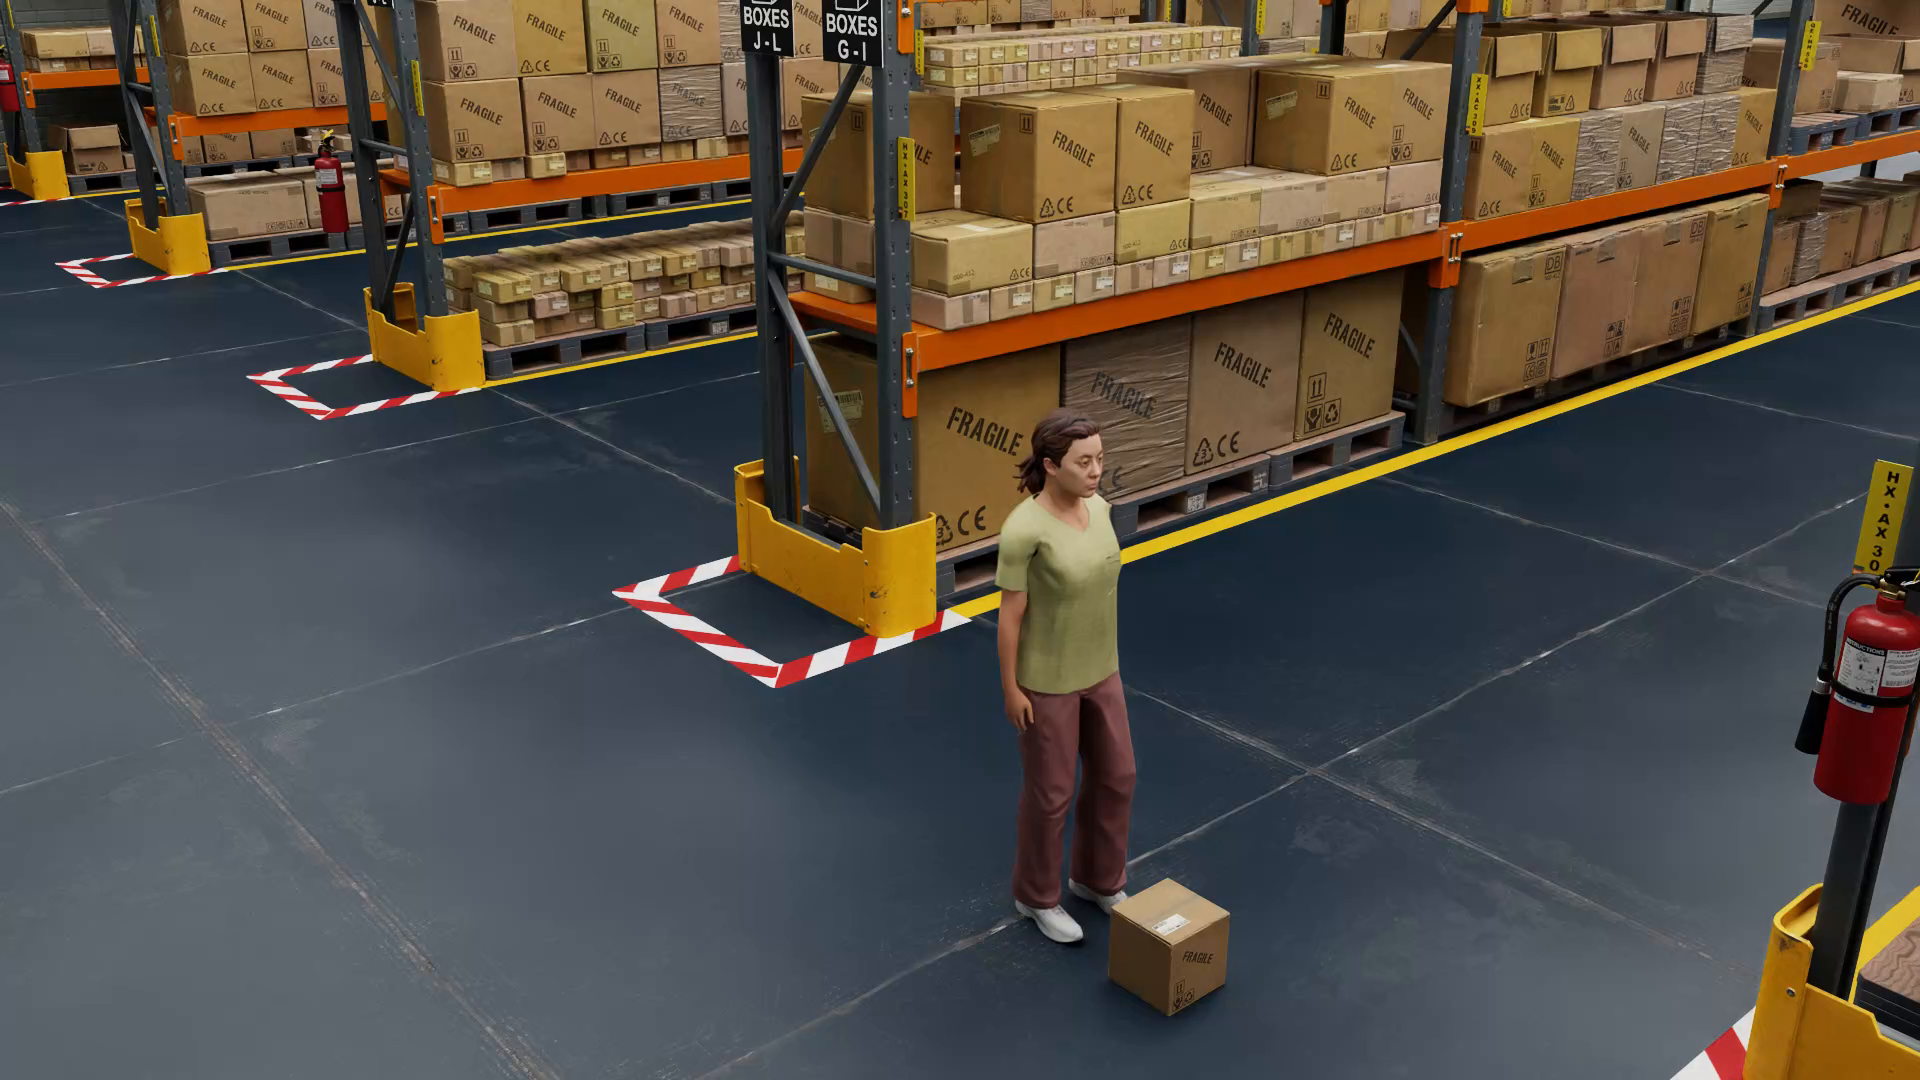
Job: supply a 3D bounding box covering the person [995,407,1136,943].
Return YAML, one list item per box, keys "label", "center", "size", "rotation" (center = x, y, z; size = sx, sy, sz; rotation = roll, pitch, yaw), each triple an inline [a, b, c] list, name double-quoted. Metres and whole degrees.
- label: "person"
  center: [0.324, 0.436, 5.008]
  size: [0.455, 1.707, 0.413]
  rotation: [-17, 27, -38]
